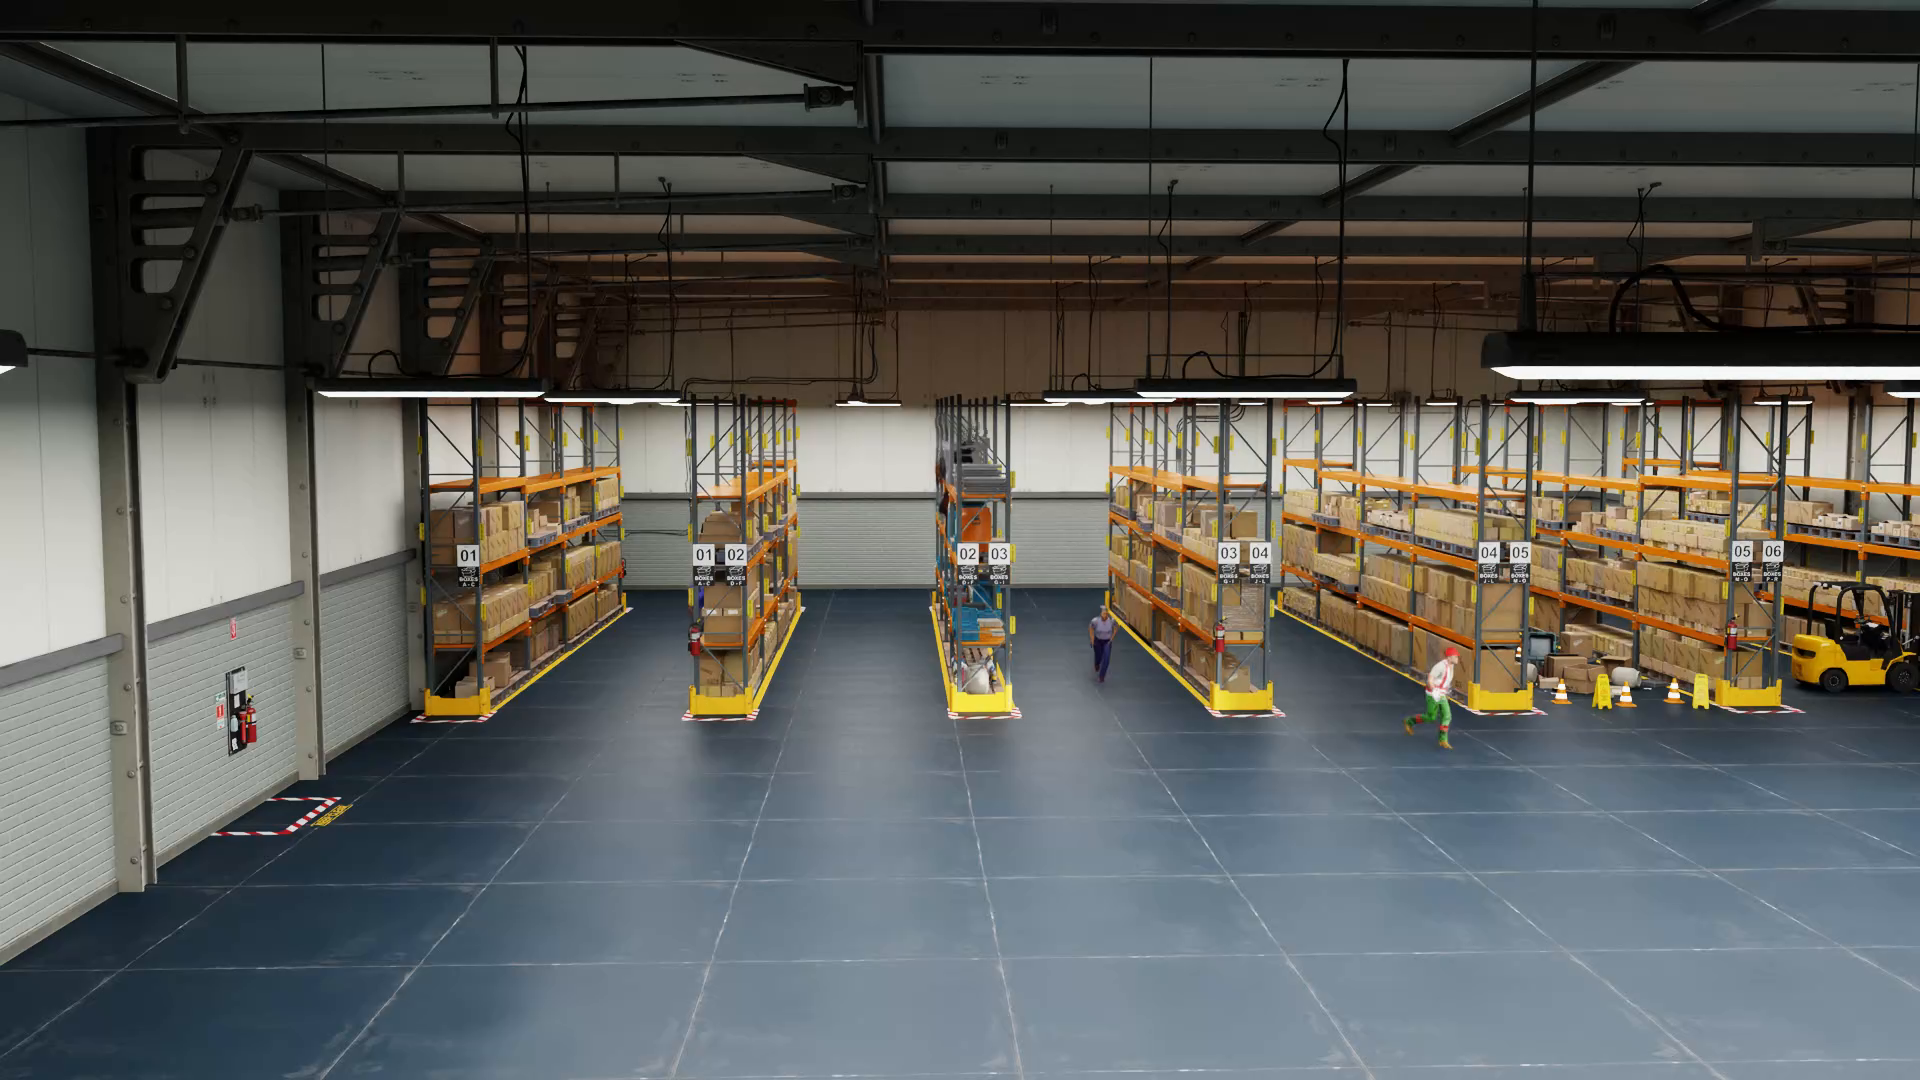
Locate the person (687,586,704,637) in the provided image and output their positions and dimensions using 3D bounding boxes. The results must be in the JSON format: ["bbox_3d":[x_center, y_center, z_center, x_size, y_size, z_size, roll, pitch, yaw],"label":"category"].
[{"bbox_3d":[-6.282,1.781,39.906,0.561,1.603,0.573,0,5,-4],"label":"person"}]

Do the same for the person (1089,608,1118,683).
[{"bbox_3d":[3.012,2.212,35.130,0.606,1.580,0.823,-1,5,-7],"label":"person"}]

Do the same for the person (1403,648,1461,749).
[{"bbox_3d":[8.035,2.660,28.310,0.990,1.731,0.669,3,5,35],"label":"person"}]

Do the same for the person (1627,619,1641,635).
[{"bbox_3d":[16.546,1.648,40.826,0.677,1.739,0.976,-1,5,-11],"label":"person"}]

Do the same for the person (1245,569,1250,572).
[{"bbox_3d":[7.941,1.252,46.549,0.630,1.651,0.560,0,5,4],"label":"person"}]
